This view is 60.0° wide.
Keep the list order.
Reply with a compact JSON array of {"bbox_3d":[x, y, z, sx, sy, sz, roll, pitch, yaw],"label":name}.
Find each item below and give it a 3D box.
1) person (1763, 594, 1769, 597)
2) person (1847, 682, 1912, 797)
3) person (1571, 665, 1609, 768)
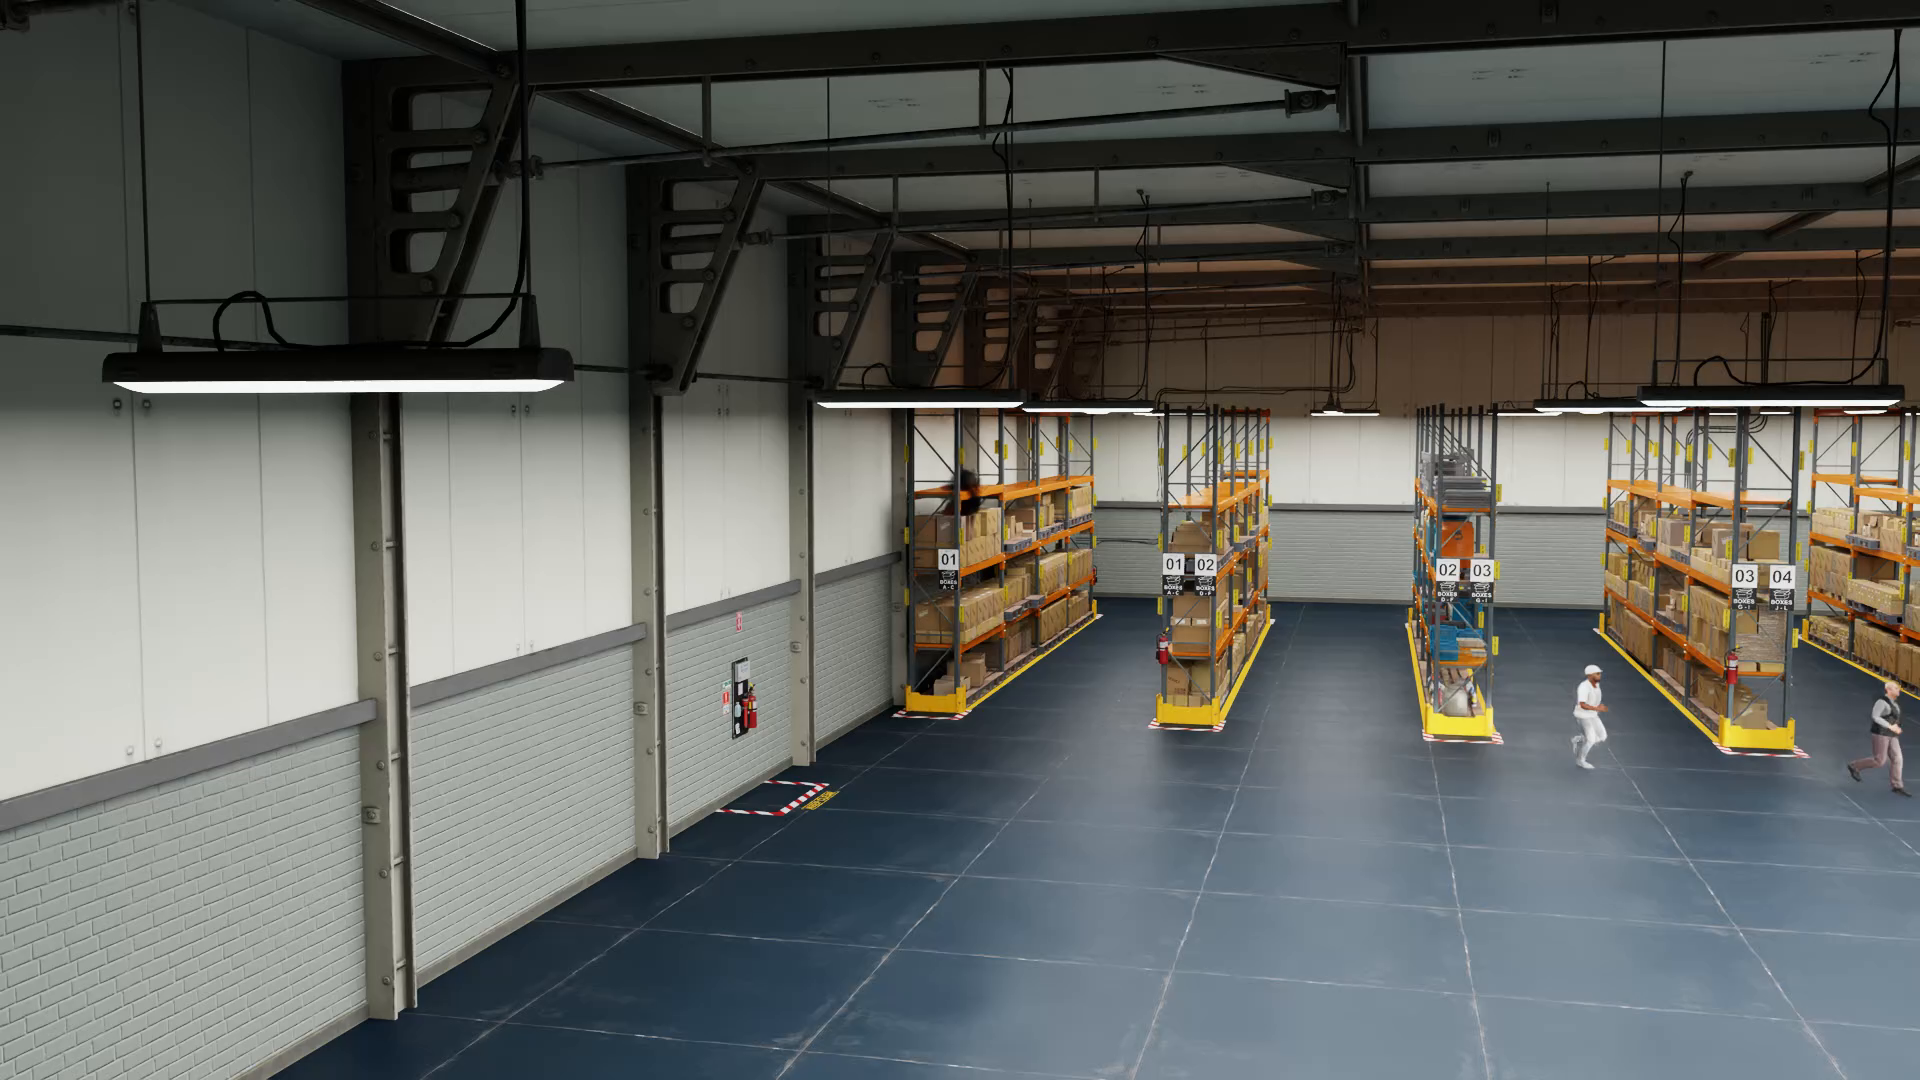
[{"bbox_3d":[20.469,1.848,42.030,0.705,1.716,1.010,1,4,17],"label":"person"},{"bbox_3d":[14.160,3.016,25.517,0.682,1.716,0.967,-3,5,-38],"label":"person"},{"bbox_3d":[10.344,2.890,27.238,0.650,1.711,0.749,4,6,42],"label":"person"}]
